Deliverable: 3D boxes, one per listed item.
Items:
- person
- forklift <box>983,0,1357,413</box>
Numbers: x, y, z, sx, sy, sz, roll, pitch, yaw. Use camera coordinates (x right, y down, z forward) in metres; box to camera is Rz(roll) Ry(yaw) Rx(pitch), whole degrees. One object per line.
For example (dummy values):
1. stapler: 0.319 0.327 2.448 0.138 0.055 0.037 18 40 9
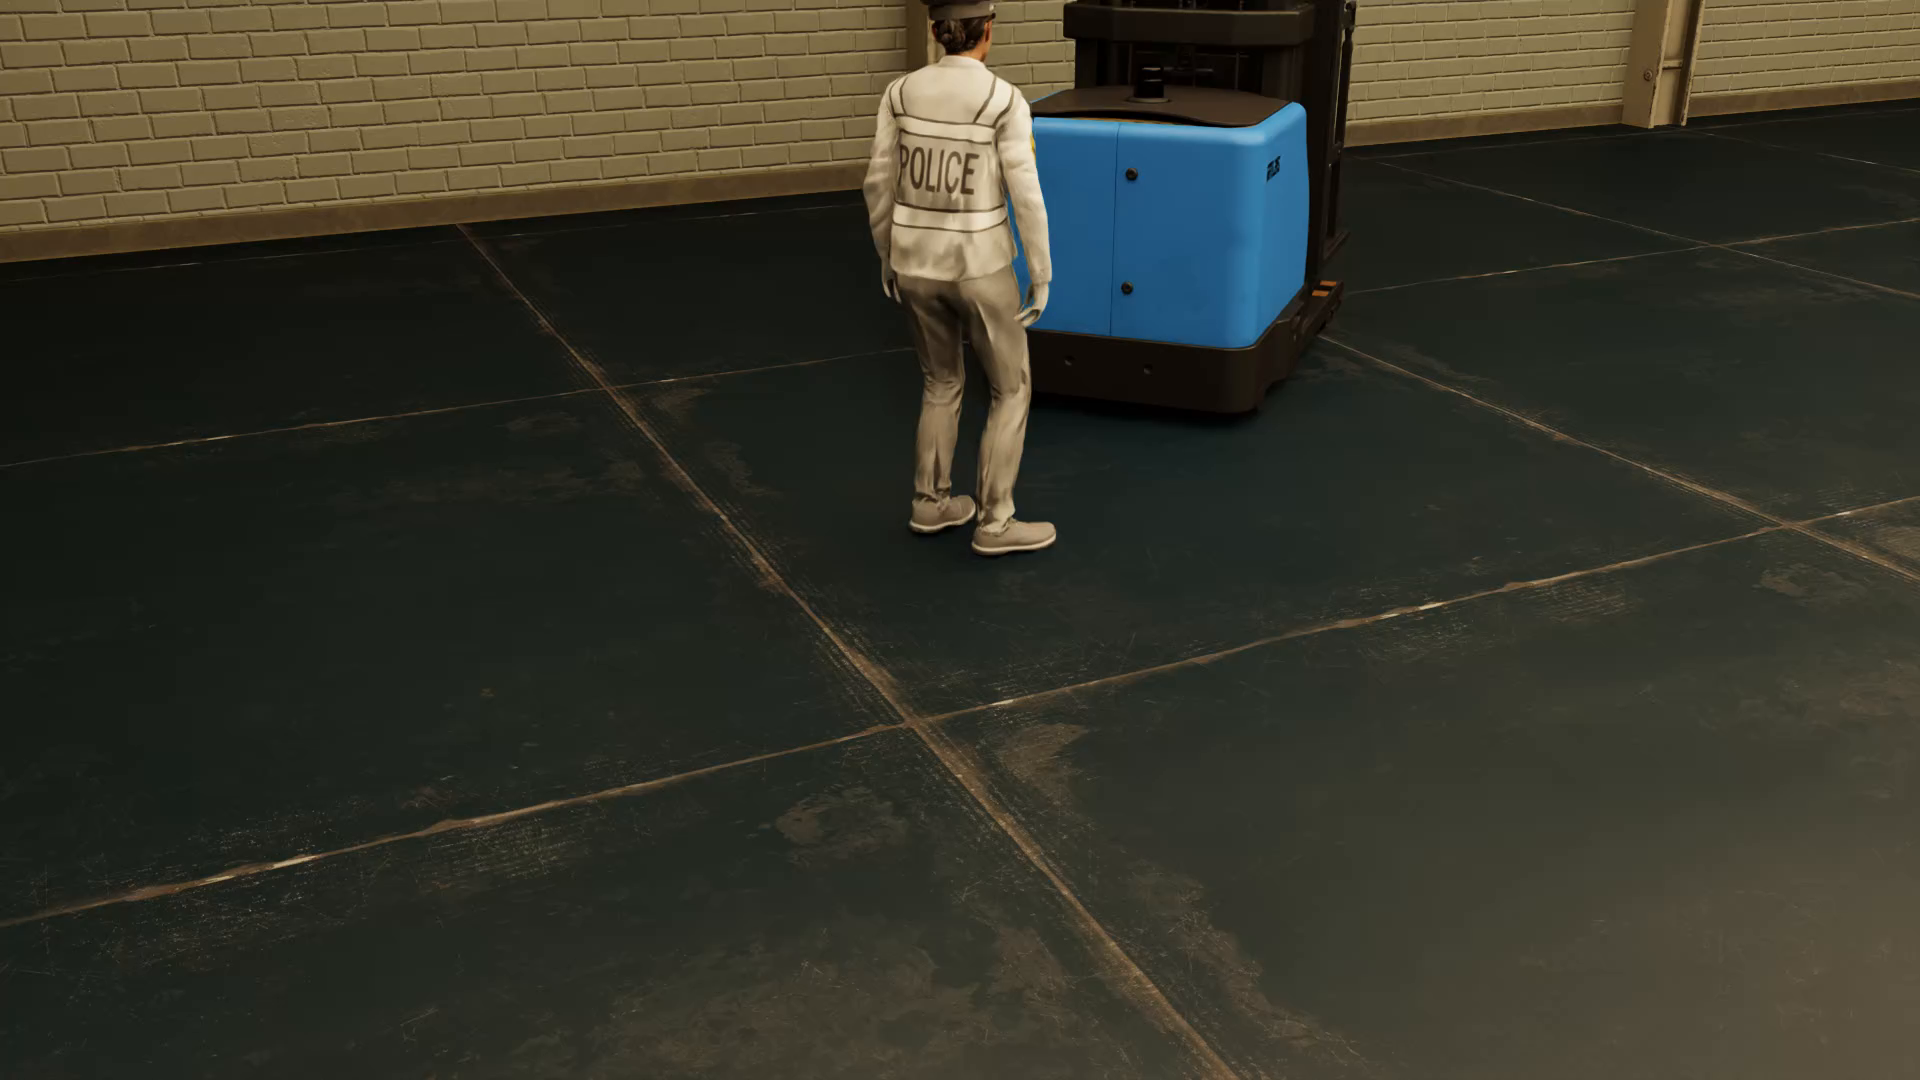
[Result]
1. person: 0.005 -0.781 4.855 0.599 1.646 0.341 10 25 22
2. forklift: 1.100 -2.347 6.935 1.130 2.935 3.031 9 24 20
